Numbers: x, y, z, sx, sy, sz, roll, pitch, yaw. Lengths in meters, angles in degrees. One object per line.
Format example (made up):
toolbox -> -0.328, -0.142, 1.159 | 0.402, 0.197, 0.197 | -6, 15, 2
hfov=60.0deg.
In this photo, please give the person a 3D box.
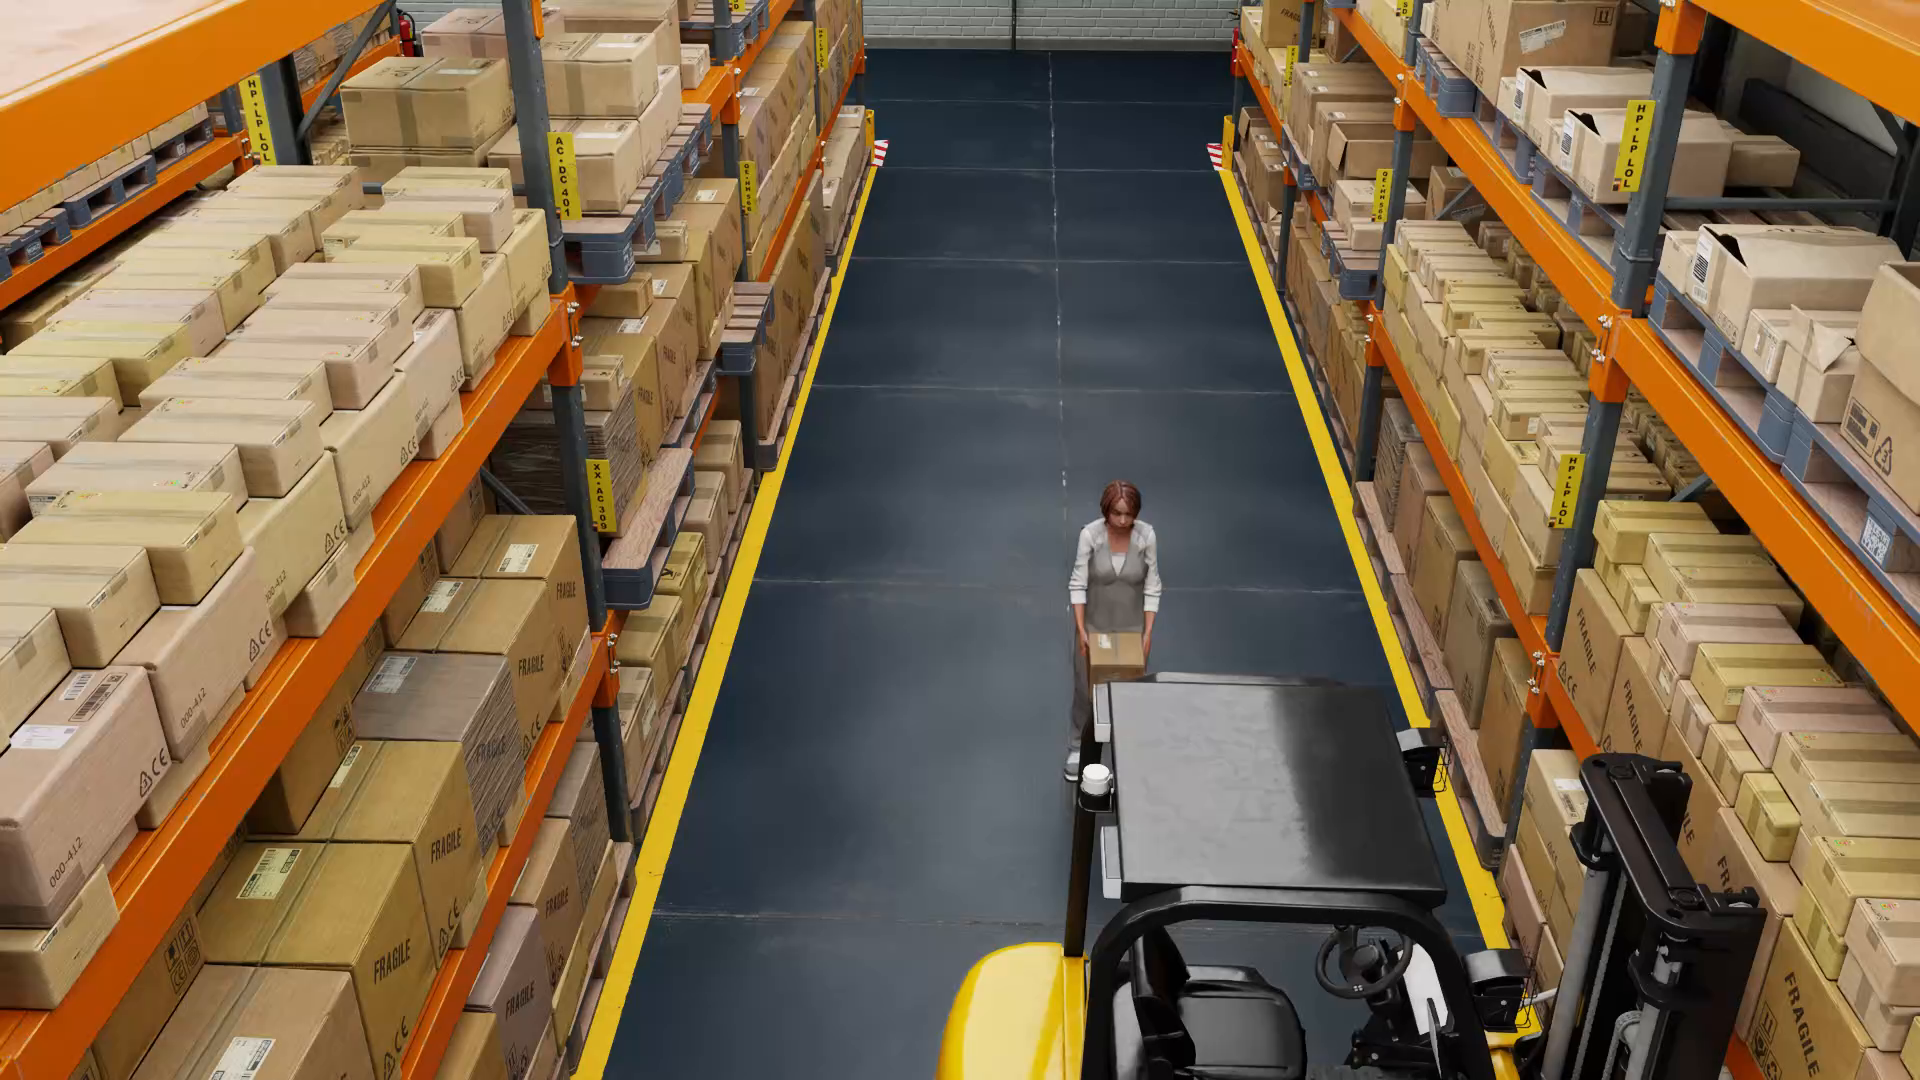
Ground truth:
person -> 0.738, 0.494, 8.040 | 0.444, 1.493, 0.384 | 1, 28, 1
